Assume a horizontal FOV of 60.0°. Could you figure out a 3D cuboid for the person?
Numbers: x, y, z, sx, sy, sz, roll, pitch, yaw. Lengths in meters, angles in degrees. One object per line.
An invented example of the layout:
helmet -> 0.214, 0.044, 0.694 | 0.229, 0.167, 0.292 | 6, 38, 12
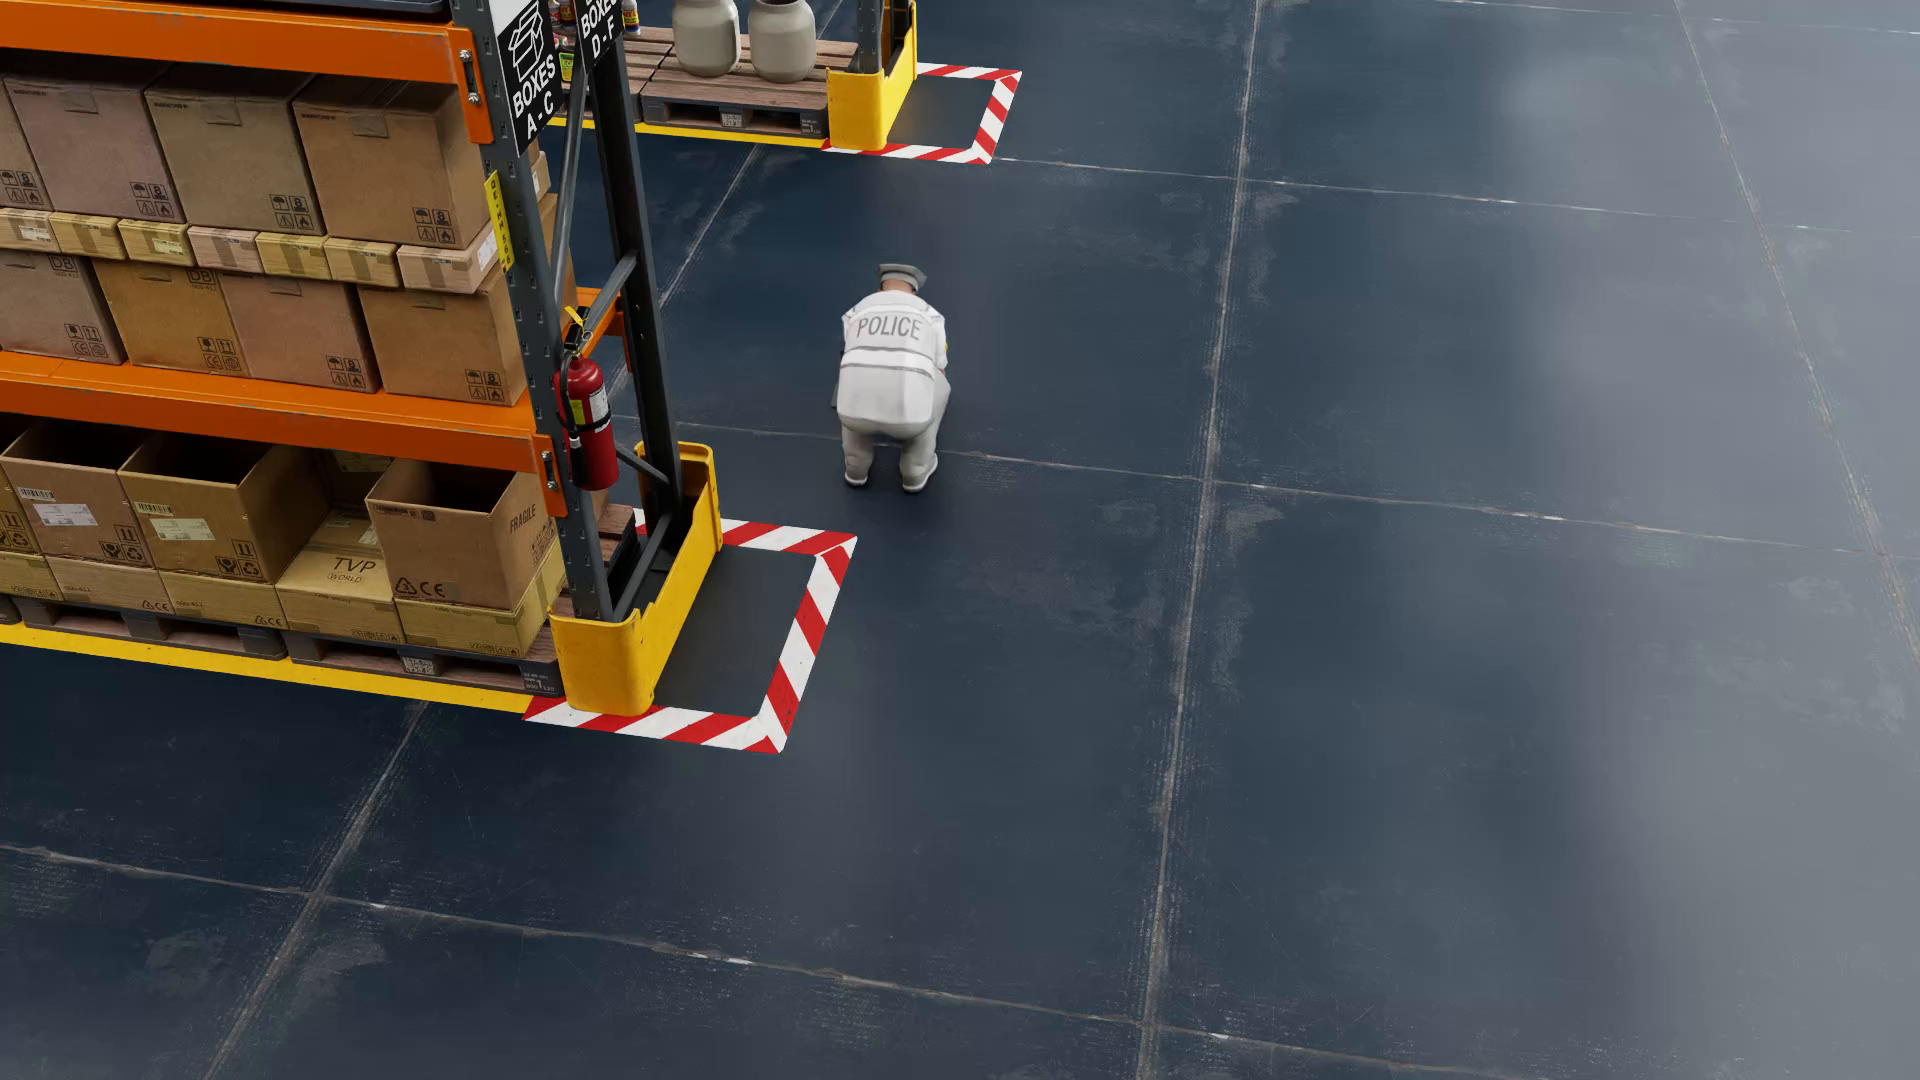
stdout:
person -> -0.348, -1.026, 7.347 | 0.493, 1.767, 0.573 | 7, 41, 8
